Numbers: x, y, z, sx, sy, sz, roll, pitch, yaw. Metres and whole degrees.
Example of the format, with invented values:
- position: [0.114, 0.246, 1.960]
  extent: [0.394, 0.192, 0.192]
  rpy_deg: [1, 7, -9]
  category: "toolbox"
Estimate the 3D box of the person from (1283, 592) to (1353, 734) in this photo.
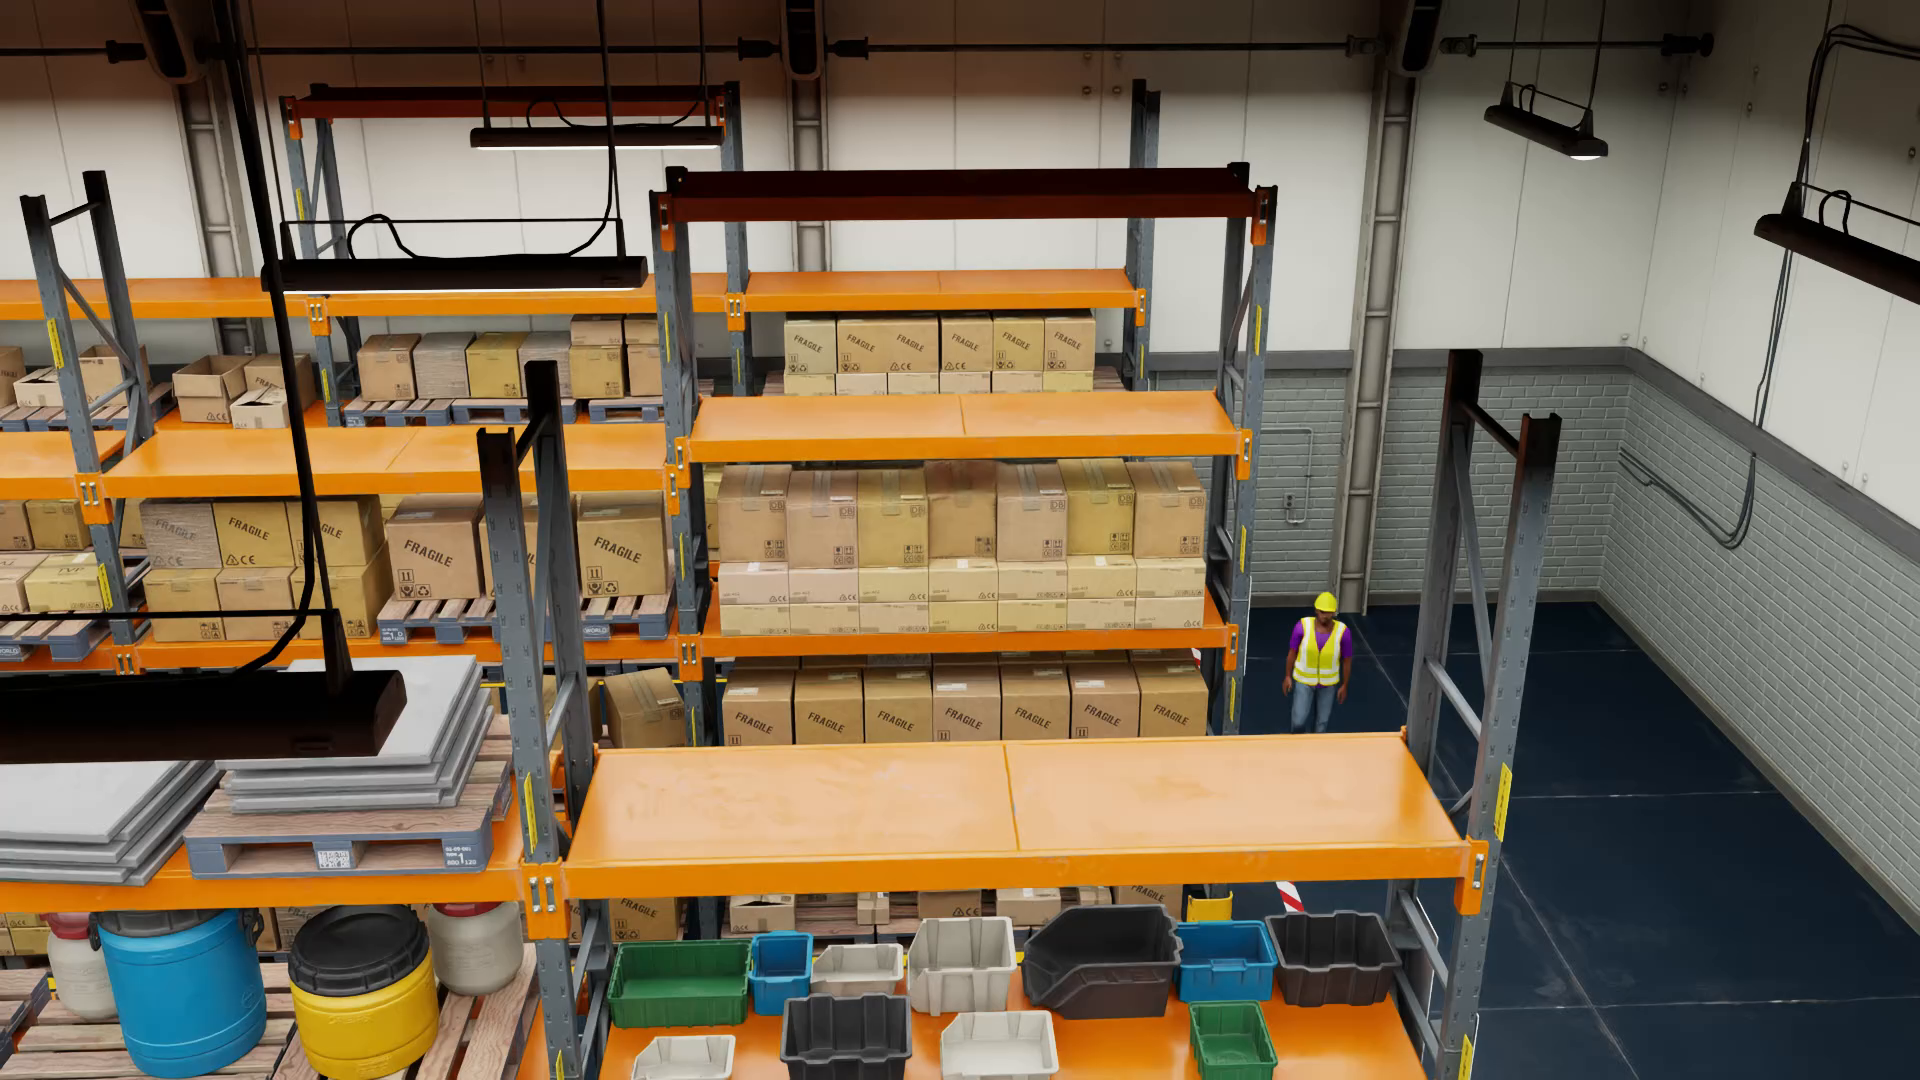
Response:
- position: [3.326, 1.321, 15.510]
  extent: [0.605, 1.767, 0.448]
  rpy_deg: [0, 22, 0]
  category: "person"
